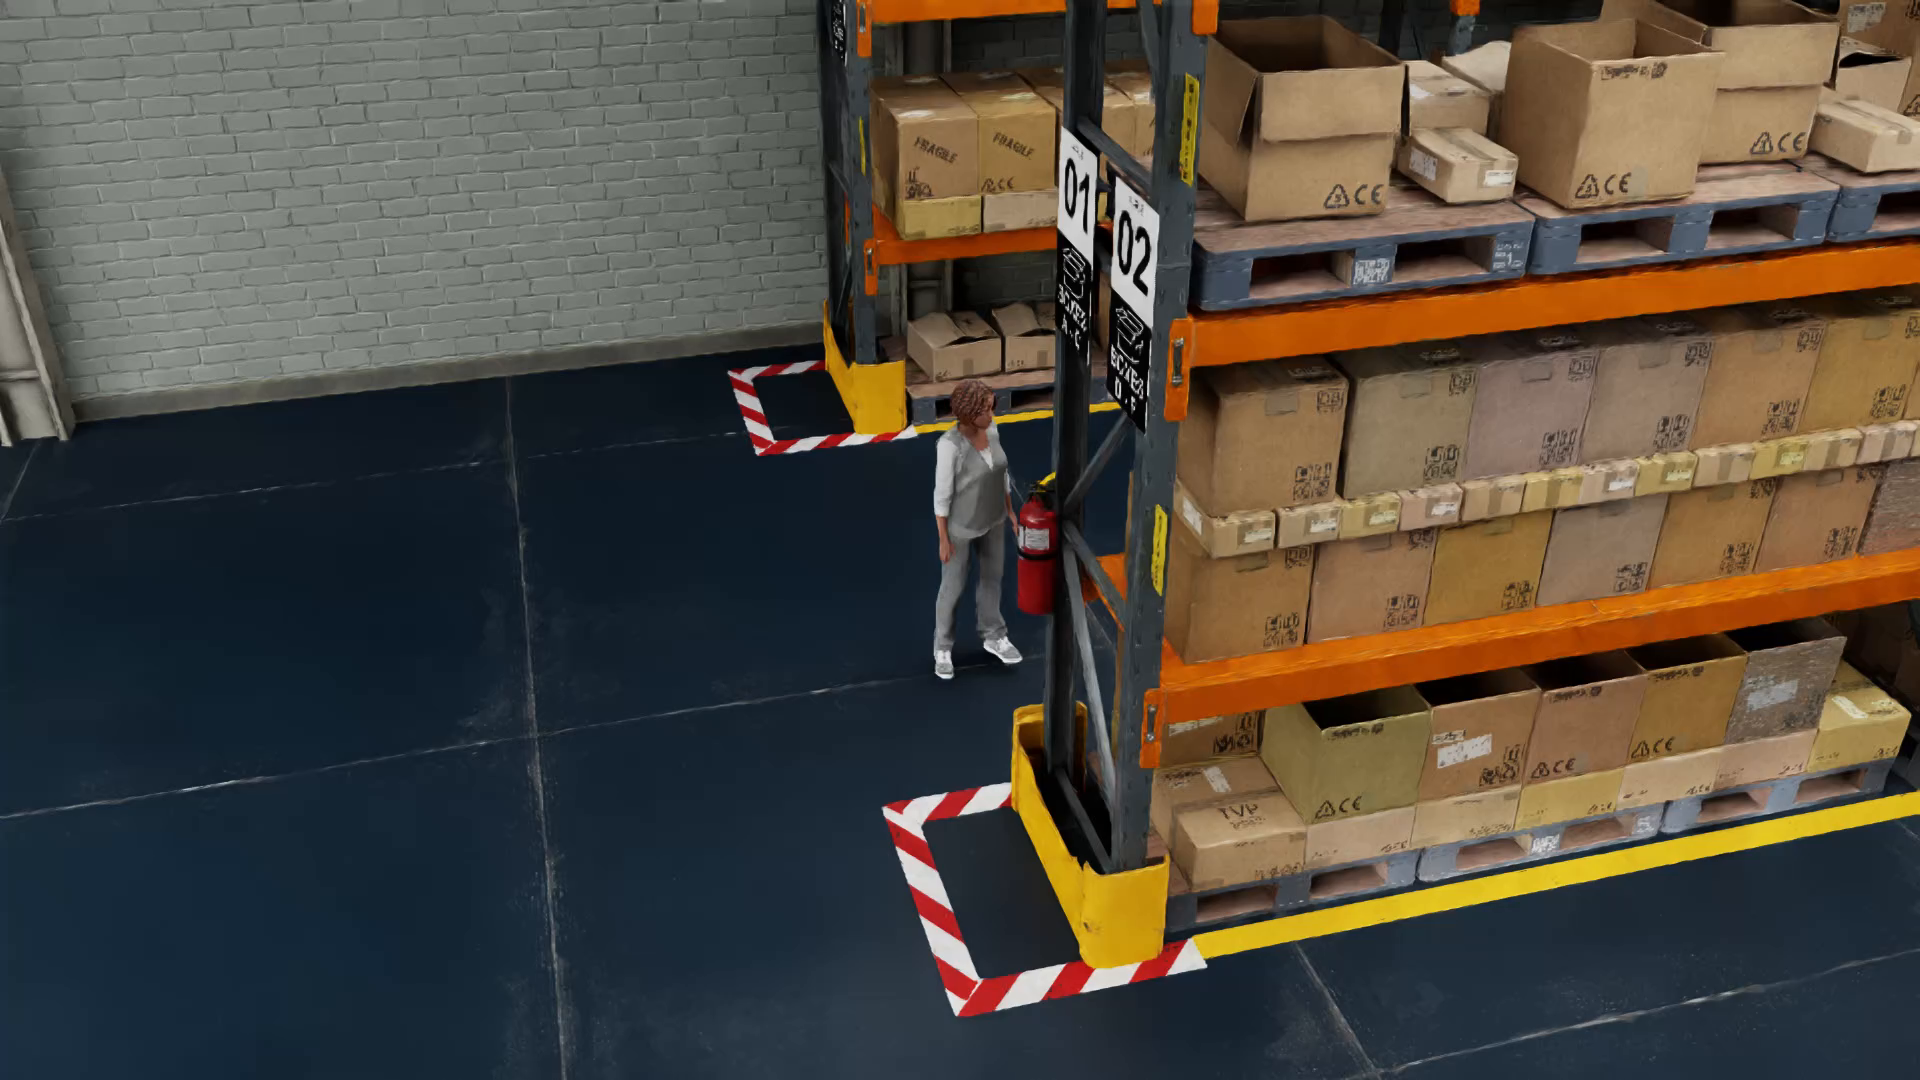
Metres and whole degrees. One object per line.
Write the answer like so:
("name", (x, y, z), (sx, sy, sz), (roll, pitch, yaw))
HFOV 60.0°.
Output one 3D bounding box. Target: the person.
("person", (0.083, -0.048, 8.279), (0.491, 1.590, 0.419), (-25, 39, -36))
